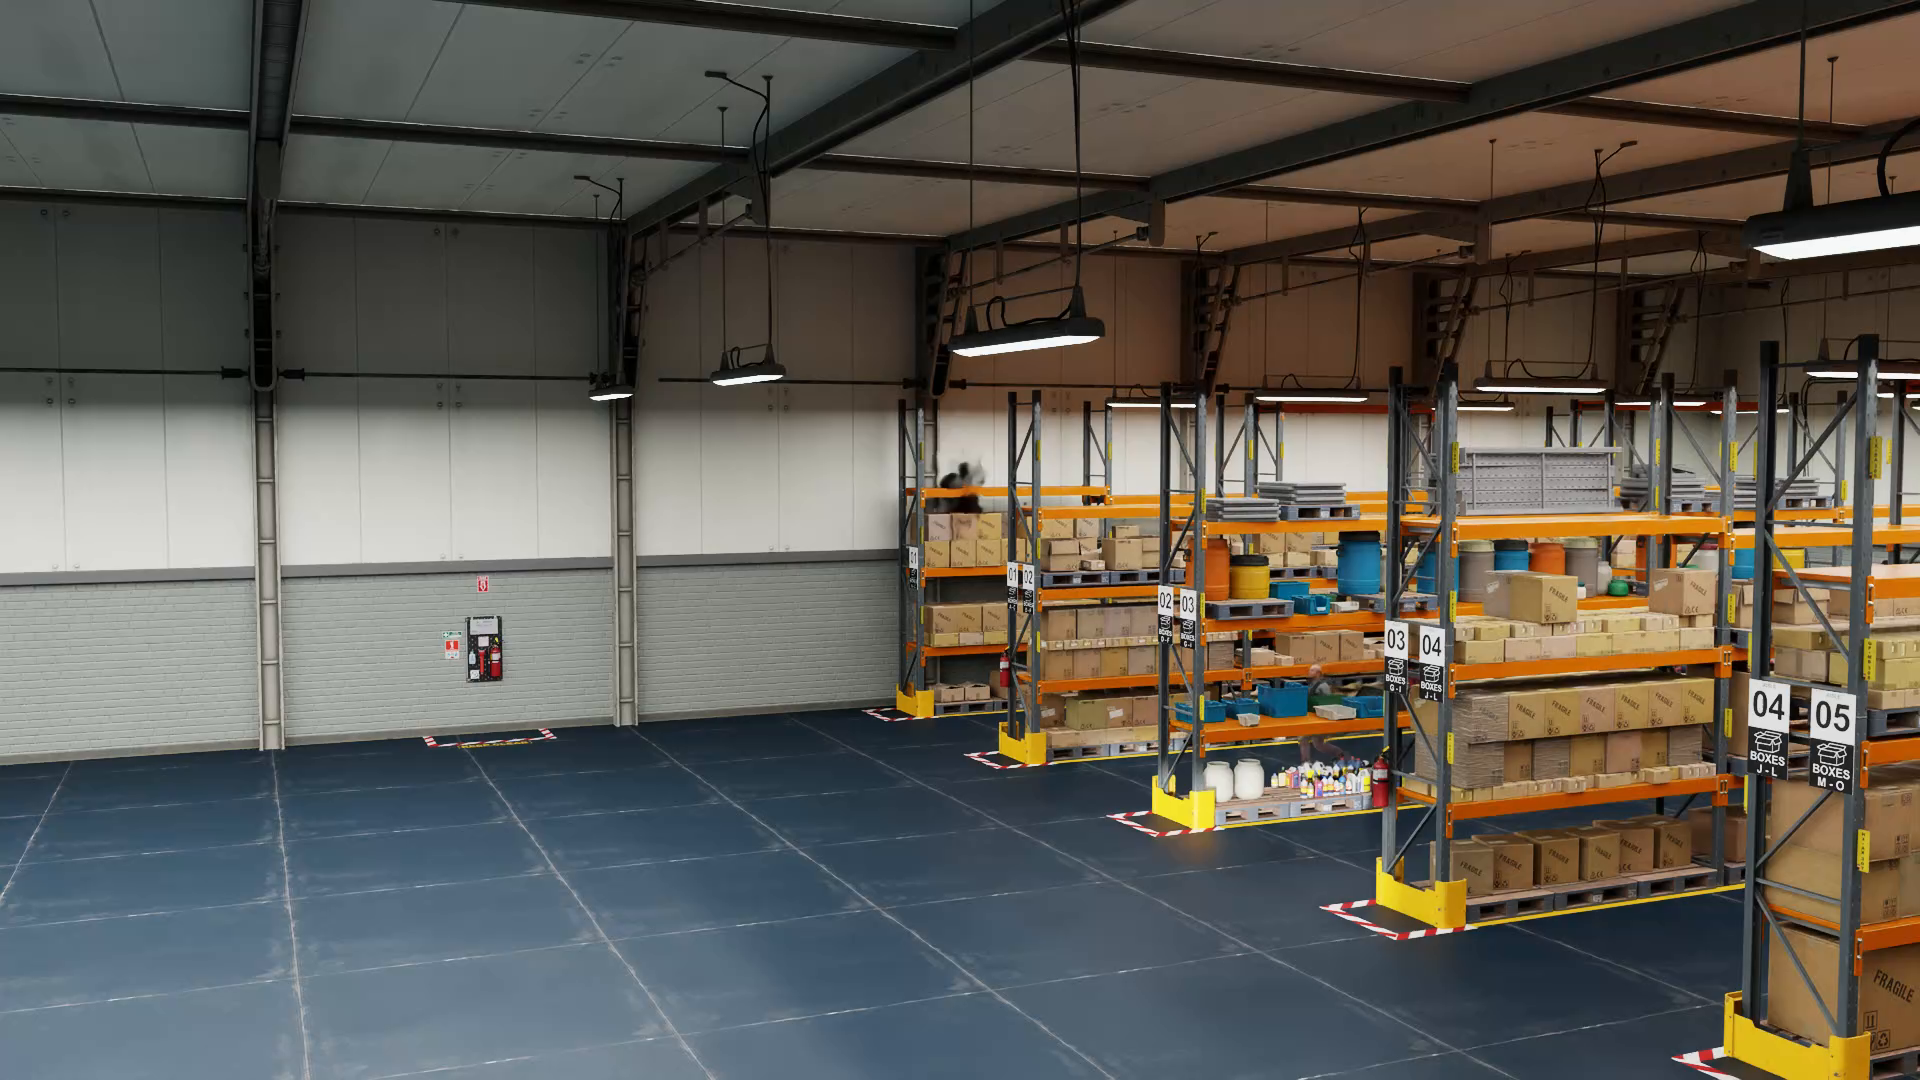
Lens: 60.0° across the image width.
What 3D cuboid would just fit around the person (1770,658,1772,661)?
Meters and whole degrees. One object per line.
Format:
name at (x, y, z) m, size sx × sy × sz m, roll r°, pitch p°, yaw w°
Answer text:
person at (14.863, 2.474, 31.104) m, size 0.781 × 1.843 × 0.628 m, roll -2°, pitch 4°, yaw -28°

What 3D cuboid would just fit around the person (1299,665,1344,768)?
person at (5.603, 2.801, 25.986) m, size 0.849 × 1.720 × 0.673 m, roll -2°, pitch 4°, yaw -25°
